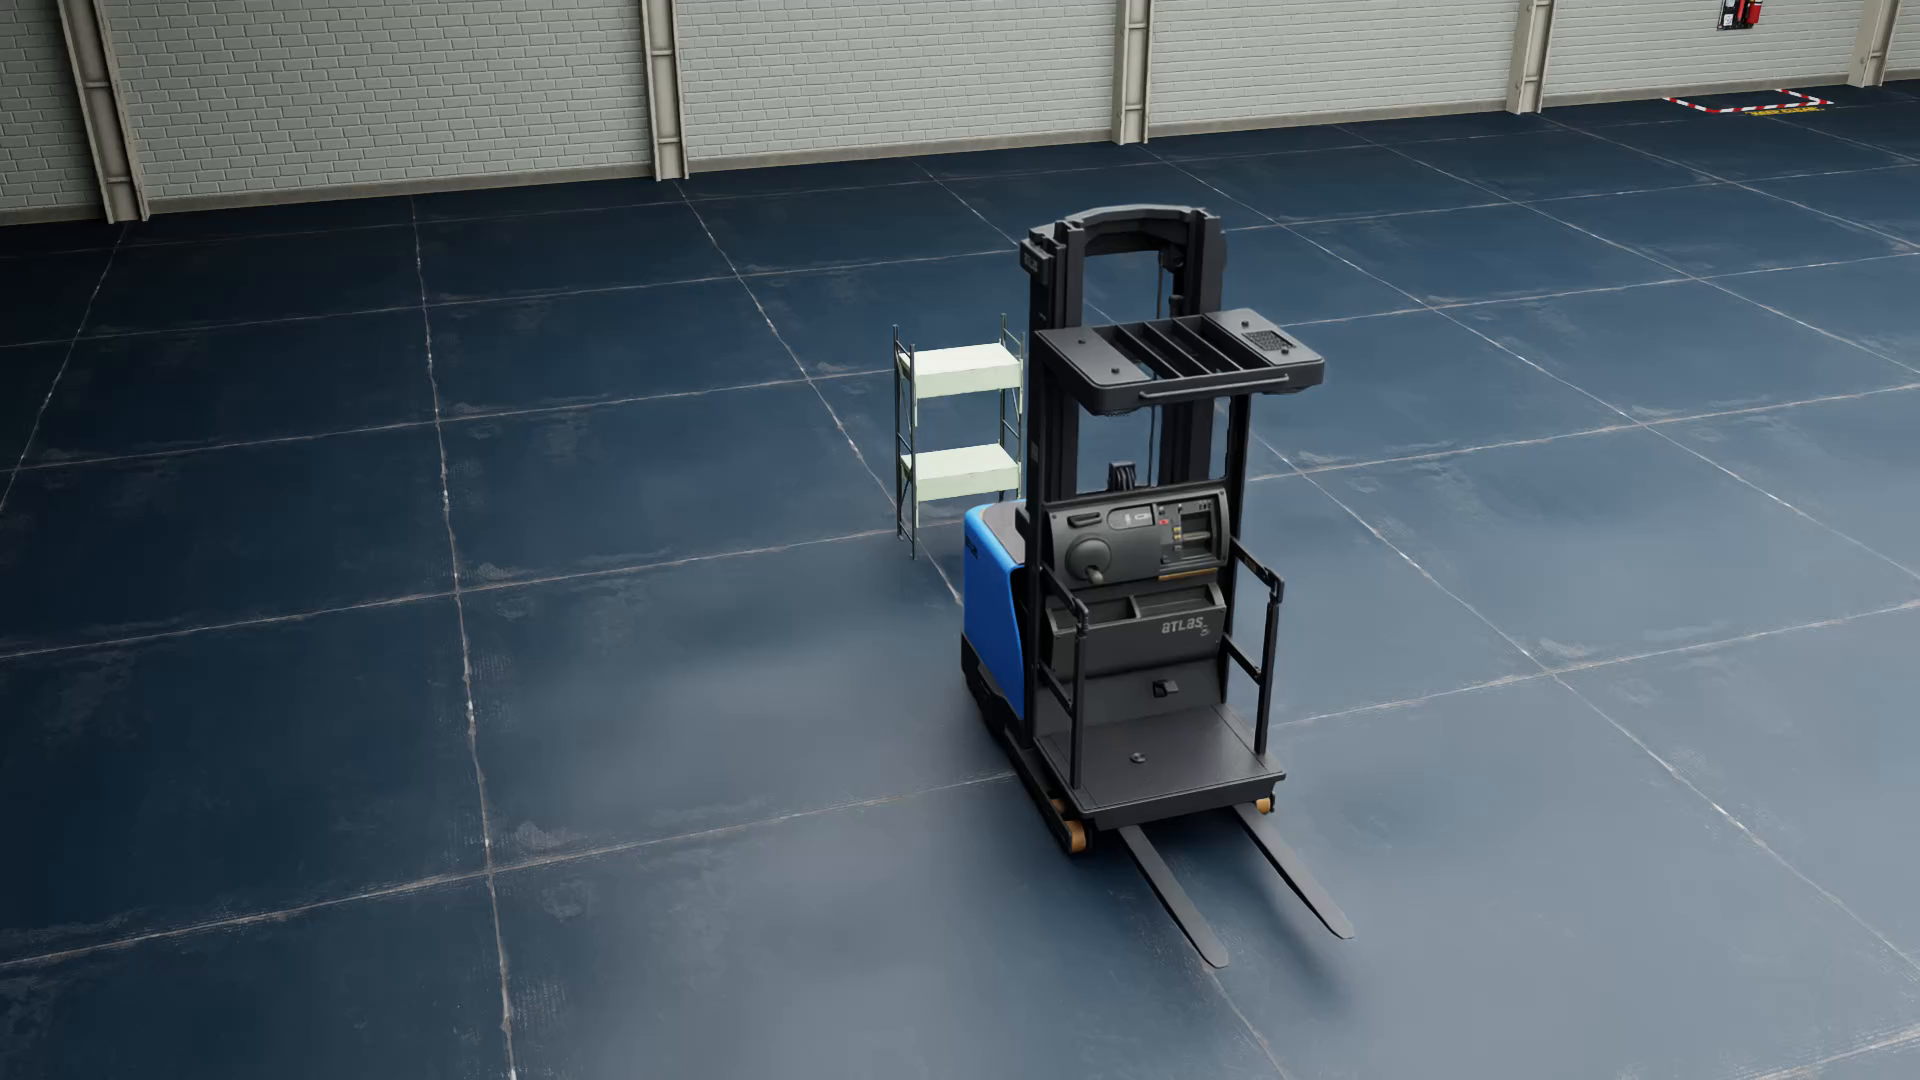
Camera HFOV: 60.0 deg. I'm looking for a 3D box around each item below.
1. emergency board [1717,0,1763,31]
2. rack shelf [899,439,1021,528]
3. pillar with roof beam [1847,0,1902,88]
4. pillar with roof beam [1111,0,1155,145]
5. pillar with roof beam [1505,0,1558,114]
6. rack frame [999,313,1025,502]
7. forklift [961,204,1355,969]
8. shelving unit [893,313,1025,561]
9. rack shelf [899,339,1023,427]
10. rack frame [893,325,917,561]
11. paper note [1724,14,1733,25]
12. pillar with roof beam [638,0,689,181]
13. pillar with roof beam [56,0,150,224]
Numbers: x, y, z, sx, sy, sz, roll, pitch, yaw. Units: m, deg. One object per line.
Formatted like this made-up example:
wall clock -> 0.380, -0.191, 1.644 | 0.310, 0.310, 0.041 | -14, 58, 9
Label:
emergency board -> 11.260, -7.883, 23.749 | 0.643, 1.169, 0.194 | -8, 28, -16
rack shelf -> -0.006, -0.379, 11.054 | 0.720, 0.370, 0.431 | -8, 28, -16
pillar with roof beam -> 14.955, -9.074, 19.402 | 0.400, 9.000, 9.100 | -8, 28, -16
pillar with roof beam -> 3.545, -7.421, 16.073 | 0.400, 9.000, 9.100 | -8, 28, -16
pillar with roof beam -> 9.250, -8.248, 17.738 | 0.400, 9.000, 9.100 | -8, 28, -16
rack frame -> 0.342, -0.721, 11.010 | 0.023, 1.500, 0.400 | -8, 28, -16
forklift -> 0.944, 0.022, 7.903 | 1.130, 2.935, 3.031 | -8, 28, -16
shelving unit -> -0.006, -0.671, 10.909 | 0.755, 1.500, 0.431 | -8, 28, -16
rack shelf -> -0.006, -1.020, 10.735 | 0.720, 0.370, 0.431 | -8, 28, -16
rack frame -> -0.354, -0.620, 10.807 | 0.023, 1.500, 0.400 | -8, 28, -16
paper note -> 11.071, -7.493, 23.955 | 0.142, 0.148, 0.016 | -8, 28, -16
pillar with roof beam -> -2.160, -6.595, 14.409 | 0.400, 9.000, 9.100 | -8, 28, -16
pillar with roof beam -> -7.865, -5.769, 12.745 | 0.400, 9.000, 9.100 | -8, 28, -16
